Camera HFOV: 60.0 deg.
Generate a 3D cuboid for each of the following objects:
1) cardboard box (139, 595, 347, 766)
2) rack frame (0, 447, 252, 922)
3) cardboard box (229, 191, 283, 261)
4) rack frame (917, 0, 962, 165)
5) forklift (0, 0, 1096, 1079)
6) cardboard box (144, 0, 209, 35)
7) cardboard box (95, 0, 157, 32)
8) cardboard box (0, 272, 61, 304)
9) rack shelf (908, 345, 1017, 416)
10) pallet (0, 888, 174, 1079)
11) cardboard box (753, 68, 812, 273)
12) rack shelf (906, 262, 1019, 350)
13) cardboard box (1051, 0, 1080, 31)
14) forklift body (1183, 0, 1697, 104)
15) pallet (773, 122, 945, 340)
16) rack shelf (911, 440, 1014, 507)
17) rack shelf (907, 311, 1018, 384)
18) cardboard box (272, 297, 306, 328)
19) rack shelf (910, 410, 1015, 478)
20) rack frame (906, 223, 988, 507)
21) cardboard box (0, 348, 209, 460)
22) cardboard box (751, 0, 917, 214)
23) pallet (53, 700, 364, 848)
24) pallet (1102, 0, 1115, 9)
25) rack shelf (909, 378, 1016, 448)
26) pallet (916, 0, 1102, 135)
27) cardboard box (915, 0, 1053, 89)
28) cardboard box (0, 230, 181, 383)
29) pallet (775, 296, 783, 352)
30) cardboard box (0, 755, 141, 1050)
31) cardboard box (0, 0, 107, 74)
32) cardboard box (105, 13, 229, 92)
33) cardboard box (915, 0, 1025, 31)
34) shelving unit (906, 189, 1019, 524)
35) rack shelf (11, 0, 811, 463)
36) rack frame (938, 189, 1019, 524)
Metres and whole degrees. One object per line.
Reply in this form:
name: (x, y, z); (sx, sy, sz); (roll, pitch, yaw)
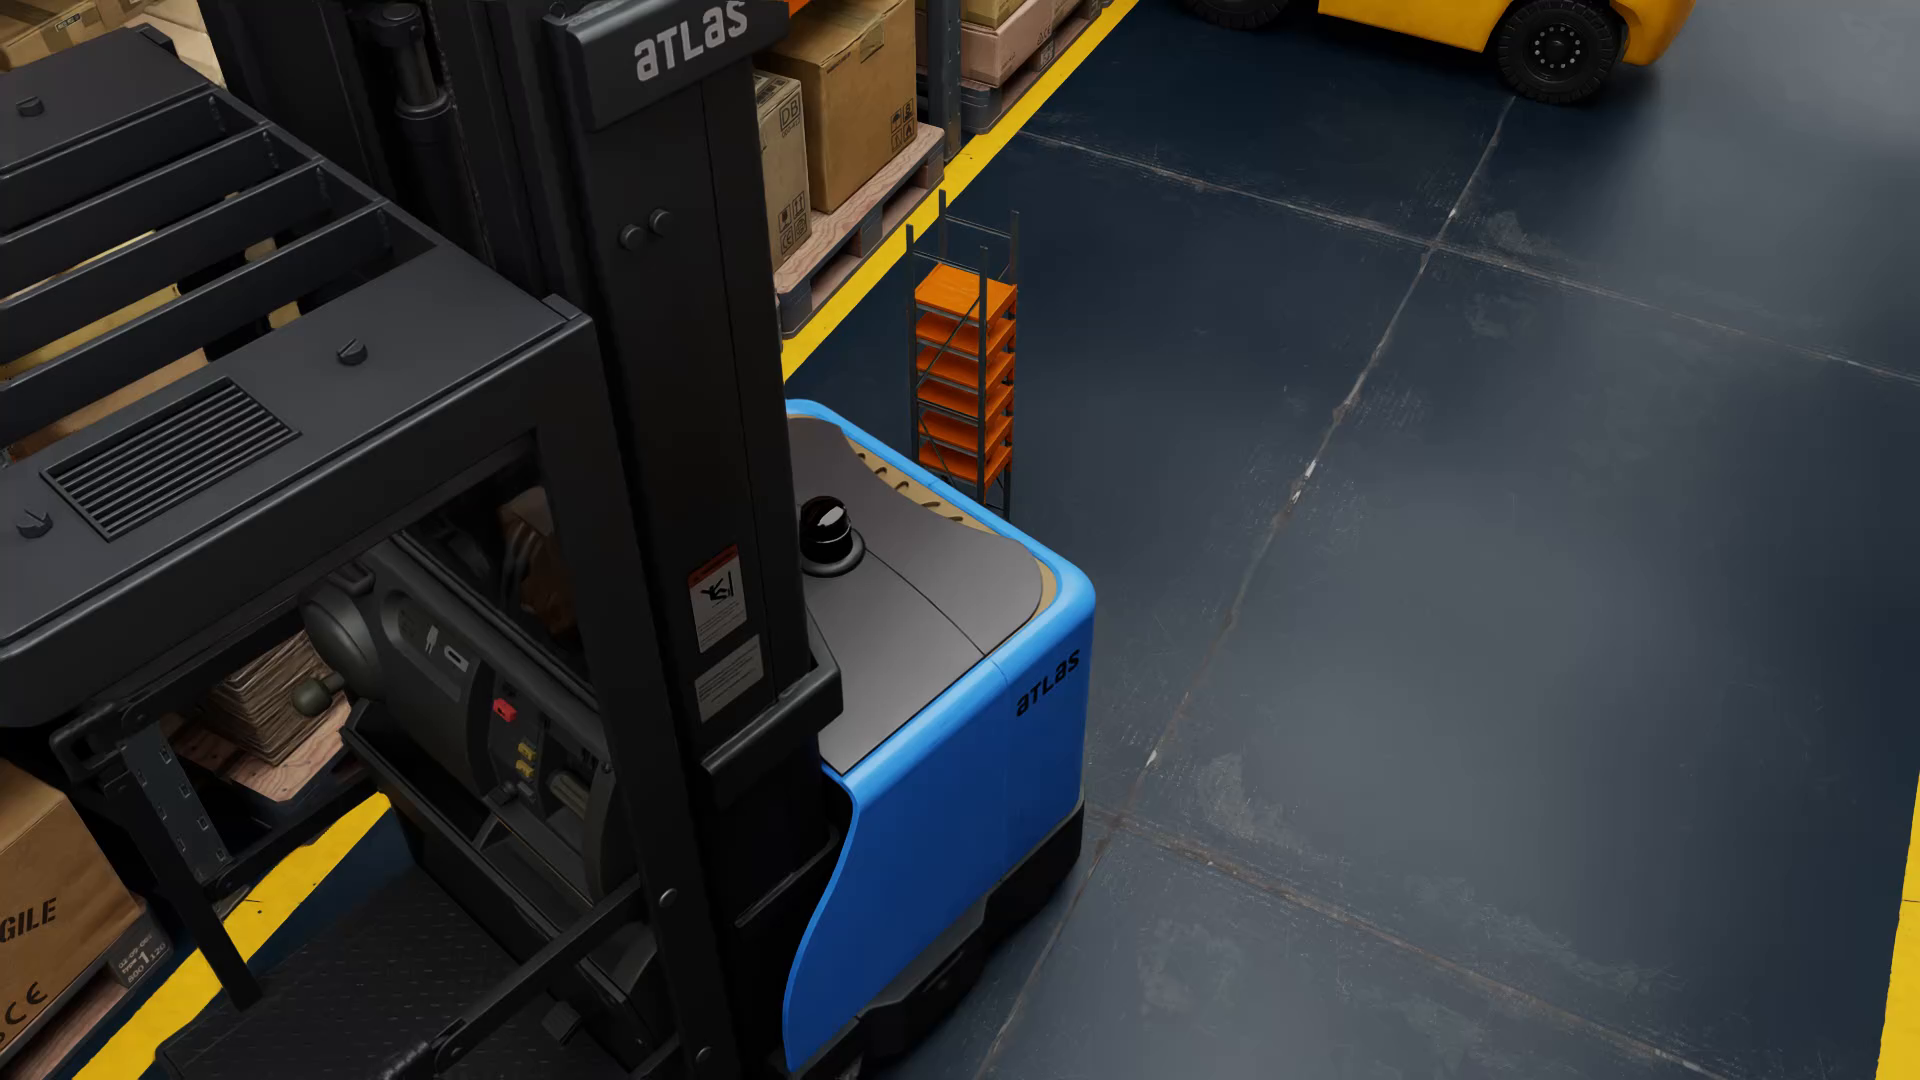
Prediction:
cardboard box: (-2.020, 0.035, 4.480); (0.875, 0.625, 0.625); (22, 49, 20)
rack frame: (-2.322, -0.263, 3.401); (1.000, 3.000, 0.127); (20, 49, 19)
cardboard box: (-1.666, -0.900, 3.785); (0.500, 0.250, 0.500); (22, 49, 20)
rack frame: (-0.465, -2.783, 5.892); (1.000, 3.000, 0.127); (20, 49, 19)
forklift: (-1.051, 0.353, 2.841); (1.130, 2.935, 3.031); (33, 54, 28)
cardboard box: (-1.584, -1.138, 3.739); (0.380, 0.149, 0.250); (21, 49, 19)
cardboard box: (-2.101, -1.321, 3.920); (0.380, 0.149, 0.250); (20, 49, 18)
cardboard box: (-1.913, -0.630, 3.237); (0.380, 0.149, 0.250); (22, 49, 20)
rack shelf: (0.007, -0.484, 4.779); (0.258, 0.103, 0.180); (20, 49, 19)
pallet: (-2.702, 1.175, 3.941); (1.003, 0.211, 1.213); (20, 49, 19)
cardboard box: (-1.065, -1.277, 5.778); (0.875, 0.625, 0.625); (20, 49, 19)
rack shelf: (0.007, -0.653, 4.608); (0.258, 0.103, 0.180); (20, 49, 19)
cardboard box: (0.275, -2.485, 7.235); (0.500, 0.250, 0.500); (19, 48, 18)
forklift body: (2.127, -3.208, 6.908); (2.313, 2.155, 1.214); (20, 49, 19)
pallet: (-0.773, -1.326, 6.412); (1.003, 0.211, 1.213); (20, 49, 19)
rack shelf: (0.007, -0.231, 5.035); (0.258, 0.103, 0.180); (20, 49, 19)
rack shelf: (0.007, -0.568, 4.693); (0.258, 0.103, 0.180); (20, 49, 19)
cardboard box: (-1.662, -0.725, 3.963); (0.500, 0.250, 0.500); (19, 48, 18)
rack shelf: (0.007, -0.315, 4.949); (0.258, 0.103, 0.180); (20, 49, 19)
rack frame: (-0.036, -0.373, 4.775); (0.240, 1.200, 0.006); (20, 49, 19)
cardboard box: (-1.900, -0.409, 3.651); (0.500, 0.250, 0.500); (21, 49, 19)
cardboard box: (-0.698, -1.764, 6.258); (0.875, 0.625, 0.625); (23, 50, 21)
pallet: (-1.905, 0.211, 4.893); (1.003, 0.211, 1.213); (20, 49, 19)
pallet: (0.506, -3.062, 8.127); (1.003, 0.211, 1.213); (20, 49, 19)
rack shelf: (0.007, -0.400, 4.864); (0.258, 0.103, 0.180); (20, 49, 19)
pallet: (-0.059, -2.290, 7.365); (1.003, 0.211, 1.213); (20, 49, 19)
cardboard box: (0.053, -2.160, 6.913); (0.500, 0.250, 0.500); (21, 49, 19)
cardboard box: (-1.878, -0.577, 3.465); (0.500, 0.250, 0.500); (20, 49, 19)
pallet: (-1.338, -0.555, 5.650); (1.003, 0.211, 1.213); (20, 49, 19)
cardboard box: (-2.328, 0.805, 3.808); (0.500, 0.500, 0.500); (22, 49, 20)
cardboard box: (-2.154, -1.143, 3.744); (0.380, 0.149, 0.250); (20, 49, 19)
cardboard box: (-1.694, -0.969, 3.572); (0.380, 0.149, 0.250); (22, 49, 20)
cardboard box: (0.033, -2.343, 6.743); (0.500, 0.250, 0.500); (20, 49, 19)
shelving unit: (0.007, -0.431, 4.832); (0.258, 1.200, 0.189); (20, 49, 19)
rack shelf: (-1.394, -1.270, 4.902); (1.077, 0.370, 4.000); (20, 49, 19)
rack frame: (0.049, -0.489, 4.889); (0.240, 1.200, 0.006); (20, 49, 19)
